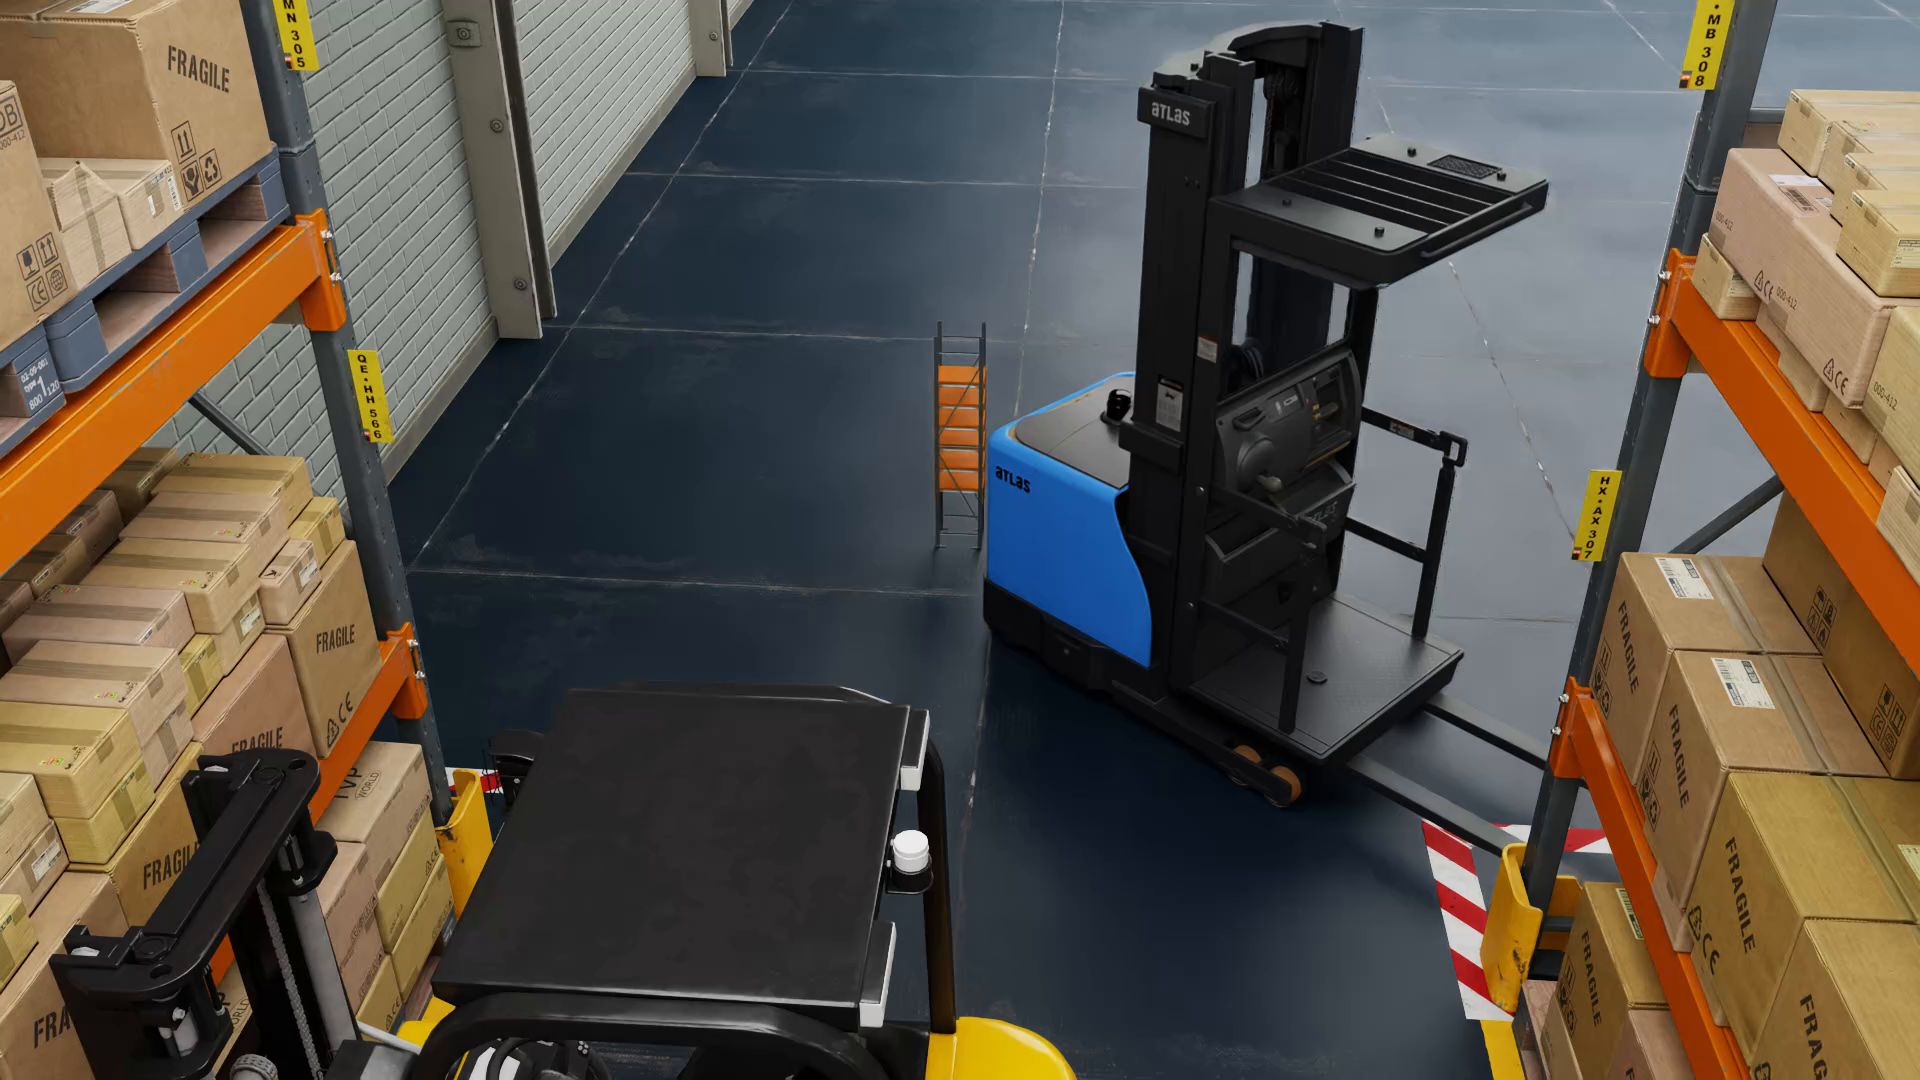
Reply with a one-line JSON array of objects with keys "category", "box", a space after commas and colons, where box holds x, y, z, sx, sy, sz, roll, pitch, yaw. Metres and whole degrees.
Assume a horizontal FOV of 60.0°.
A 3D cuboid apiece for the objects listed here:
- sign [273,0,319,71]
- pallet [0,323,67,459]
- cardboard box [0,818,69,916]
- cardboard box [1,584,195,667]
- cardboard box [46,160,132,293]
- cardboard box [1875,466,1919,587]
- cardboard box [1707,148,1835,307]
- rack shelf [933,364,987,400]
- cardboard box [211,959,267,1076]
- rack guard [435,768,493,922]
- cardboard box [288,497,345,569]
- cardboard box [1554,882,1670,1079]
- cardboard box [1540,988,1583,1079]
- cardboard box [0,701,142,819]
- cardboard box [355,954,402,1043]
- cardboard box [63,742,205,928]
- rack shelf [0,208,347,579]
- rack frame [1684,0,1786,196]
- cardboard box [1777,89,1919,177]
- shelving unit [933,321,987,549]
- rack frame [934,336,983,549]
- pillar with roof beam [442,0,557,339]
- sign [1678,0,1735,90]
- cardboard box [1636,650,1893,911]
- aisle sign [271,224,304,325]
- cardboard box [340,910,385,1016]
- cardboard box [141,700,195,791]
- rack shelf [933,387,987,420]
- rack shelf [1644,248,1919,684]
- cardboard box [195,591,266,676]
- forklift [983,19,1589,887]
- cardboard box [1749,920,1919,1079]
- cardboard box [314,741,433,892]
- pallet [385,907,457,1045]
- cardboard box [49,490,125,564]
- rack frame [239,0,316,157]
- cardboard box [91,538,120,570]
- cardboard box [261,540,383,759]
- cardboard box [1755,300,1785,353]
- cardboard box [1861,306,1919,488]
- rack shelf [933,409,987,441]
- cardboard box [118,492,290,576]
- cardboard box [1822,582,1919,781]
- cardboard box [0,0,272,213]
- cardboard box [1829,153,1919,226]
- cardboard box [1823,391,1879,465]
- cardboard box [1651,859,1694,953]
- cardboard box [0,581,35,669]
[{"category": "sign", "box": [-1.880, -1.482, 4.668, 0.100, 0.325, 0.005, 2, 32, 4]}, {"category": "pallet", "box": [-2.600, -0.123, 3.316, 1.003, 0.211, 1.213, 2, 32, 4]}, {"category": "cardboard box", "box": [-2.359, 0.781, 3.910, 0.380, 0.149, 0.250, 2, 32, 4]}, {"category": "cardboard box", "box": [-2.316, 0.254, 4.482, 0.380, 0.149, 0.250, 3, 32, 4]}, {"category": "cardboard box", "box": [-2.205, -0.755, 3.889, 0.396, 0.266, 0.258, 3, 32, 4]}, {"category": "cardboard box", "box": [2.076, -0.017, 3.299, 0.380, 0.149, 0.250, 3, 32, 5]}, {"category": "cardboard box", "box": [2.221, -0.770, 4.141, 0.500, 0.250, 0.500, 2, 32, 3]}, {"category": "rack shelf", "box": [0.001, -0.787, 8.282, 0.258, 0.103, 0.180, 2, 32, 4]}, {"category": "cardboard box", "box": [-2.213, 1.459, 4.790, 0.500, 0.250, 0.500, 3, 32, 5]}, {"category": "rack guard", "box": [-2.418, 1.159, 6.392, 1.175, 0.500, 0.348, 2, 32, 4]}, {"category": "cardboard box", "box": [-2.169, -0.018, 5.206, 0.380, 0.149, 0.250, 3, 32, 5]}, {"category": "cardboard box", "box": [2.185, 1.413, 5.104, 0.500, 0.500, 0.500, 1, 32, 2]}, {"category": "cardboard box", "box": [2.187, 1.720, 5.321, 0.500, 0.250, 0.500, 2, 32, 4]}, {"category": "cardboard box", "box": [-2.243, 0.530, 4.033, 0.380, 0.149, 0.250, 3, 32, 5]}, {"category": "cardboard box", "box": [-2.193, 1.618, 5.486, 0.500, 0.250, 0.500, 2, 32, 4]}, {"category": "cardboard box", "box": [-2.291, 0.873, 4.380, 0.500, 0.500, 0.500, 2, 32, 3]}, {"category": "rack shelf", "box": [-2.582, 0.183, 3.421, 1.077, 0.370, 4.000, 2, 32, 4]}, {"category": "rack frame", "box": [2.528, -2.236, 3.801, 1.000, 3.000, 0.127, 2, 32, 4]}, {"category": "cardboard box", "box": [2.296, -1.015, 4.158, 0.380, 0.149, 0.250, 2, 32, 4]}, {"category": "shelving unit", "box": [0.001, -0.518, 8.447, 0.258, 1.200, 0.189, 2, 32, 4]}, {"category": "rack frame", "box": [-0.006, -0.471, 8.370, 0.240, 1.200, 0.006, 2, 32, 4]}, {"category": "pillar with roof beam", "box": [1.405, -5.074, 8.407, 9.100, 9.000, 0.400, 2, 32, 4]}, {"category": "sign", "box": [1.987, -1.354, 4.397, 0.100, 0.325, 0.005, 2, 32, 4]}, {"category": "cardboard box", "box": [2.174, 0.655, 4.449, 0.500, 0.500, 0.500, 3, 32, 5]}, {"category": "aisle sign", "box": [-2.121, -1.021, 5.070, 0.394, 0.787, 0.004, 2, 32, 4]}, {"category": "cardboard box", "box": [-2.199, 1.416, 5.337, 0.500, 0.250, 0.500, 2, 32, 4]}, {"category": "cardboard box", "box": [-2.248, 0.521, 4.332, 0.380, 0.149, 0.250, 1, 32, 2]}, {"category": "rack shelf", "box": [0.001, -0.685, 8.345, 0.258, 0.103, 0.180, 2, 32, 4]}, {"category": "rack shelf", "box": [2.365, 0.393, 3.080, 1.077, 0.370, 4.000, 2, 32, 4]}, {"category": "cardboard box", "box": [-2.242, 0.250, 4.771, 0.380, 0.149, 0.250, 3, 32, 5]}, {"category": "forklift", "box": [1.500, -0.442, 6.673, 1.130, 2.935, 3.031, -27, 41, -36]}, {"category": "cardboard box", "box": [2.100, 1.188, 3.584, 0.500, 0.500, 0.500, 2, 32, 3]}, {"category": "cardboard box", "box": [-2.146, 0.928, 5.653, 0.500, 0.250, 0.500, 3, 32, 6]}, {"category": "pallet", "box": [-2.440, 1.696, 5.796, 1.003, 0.211, 1.213, 2, 32, 4]}, {"category": "cardboard box", "box": [-2.744, -0.035, 4.950, 0.380, 0.149, 0.250, 4, 32, 6]}, {"category": "rack frame", "box": [-2.420, -2.446, 4.142, 1.000, 3.000, 0.127, 2, 32, 4]}, {"category": "cardboard box", "box": [-2.662, 0.087, 5.036, 0.380, 0.149, 0.250, 2, 32, 4]}, {"category": "cardboard box", "box": [-2.198, 0.334, 5.254, 0.500, 0.500, 0.500, 2, 32, 3]}, {"category": "cardboard box", "box": [2.245, -0.552, 4.166, 0.380, 0.149, 0.250, 1, 32, 2]}, {"category": "cardboard box", "box": [2.153, -0.236, 3.275, 0.500, 0.250, 0.500, 3, 32, 5]}, {"category": "rack shelf", "box": [0.001, -0.583, 8.408, 0.258, 0.103, 0.180, 2, 32, 4]}, {"category": "cardboard box", "box": [-2.228, -0.011, 4.912, 0.380, 0.149, 0.250, 3, 32, 4]}, {"category": "cardboard box", "box": [2.655, 0.264, 4.131, 0.700, 0.500, 0.500, 3, 32, 4]}, {"category": "cardboard box", "box": [-2.213, -1.191, 4.374, 0.500, 0.500, 0.500, 3, 32, 6]}, {"category": "cardboard box", "box": [2.209, -0.754, 3.735, 0.380, 0.149, 0.250, 2, 32, 4]}, {"category": "cardboard box", "box": [2.194, -0.284, 3.732, 0.380, 0.149, 0.250, 2, 32, 4]}, {"category": "cardboard box", "box": [2.119, 0.992, 4.521, 0.380, 0.149, 0.250, 3, 32, 5]}, {"category": "cardboard box", "box": [-2.757, 0.232, 4.518, 0.380, 0.149, 0.250, 3, 32, 4]}]
